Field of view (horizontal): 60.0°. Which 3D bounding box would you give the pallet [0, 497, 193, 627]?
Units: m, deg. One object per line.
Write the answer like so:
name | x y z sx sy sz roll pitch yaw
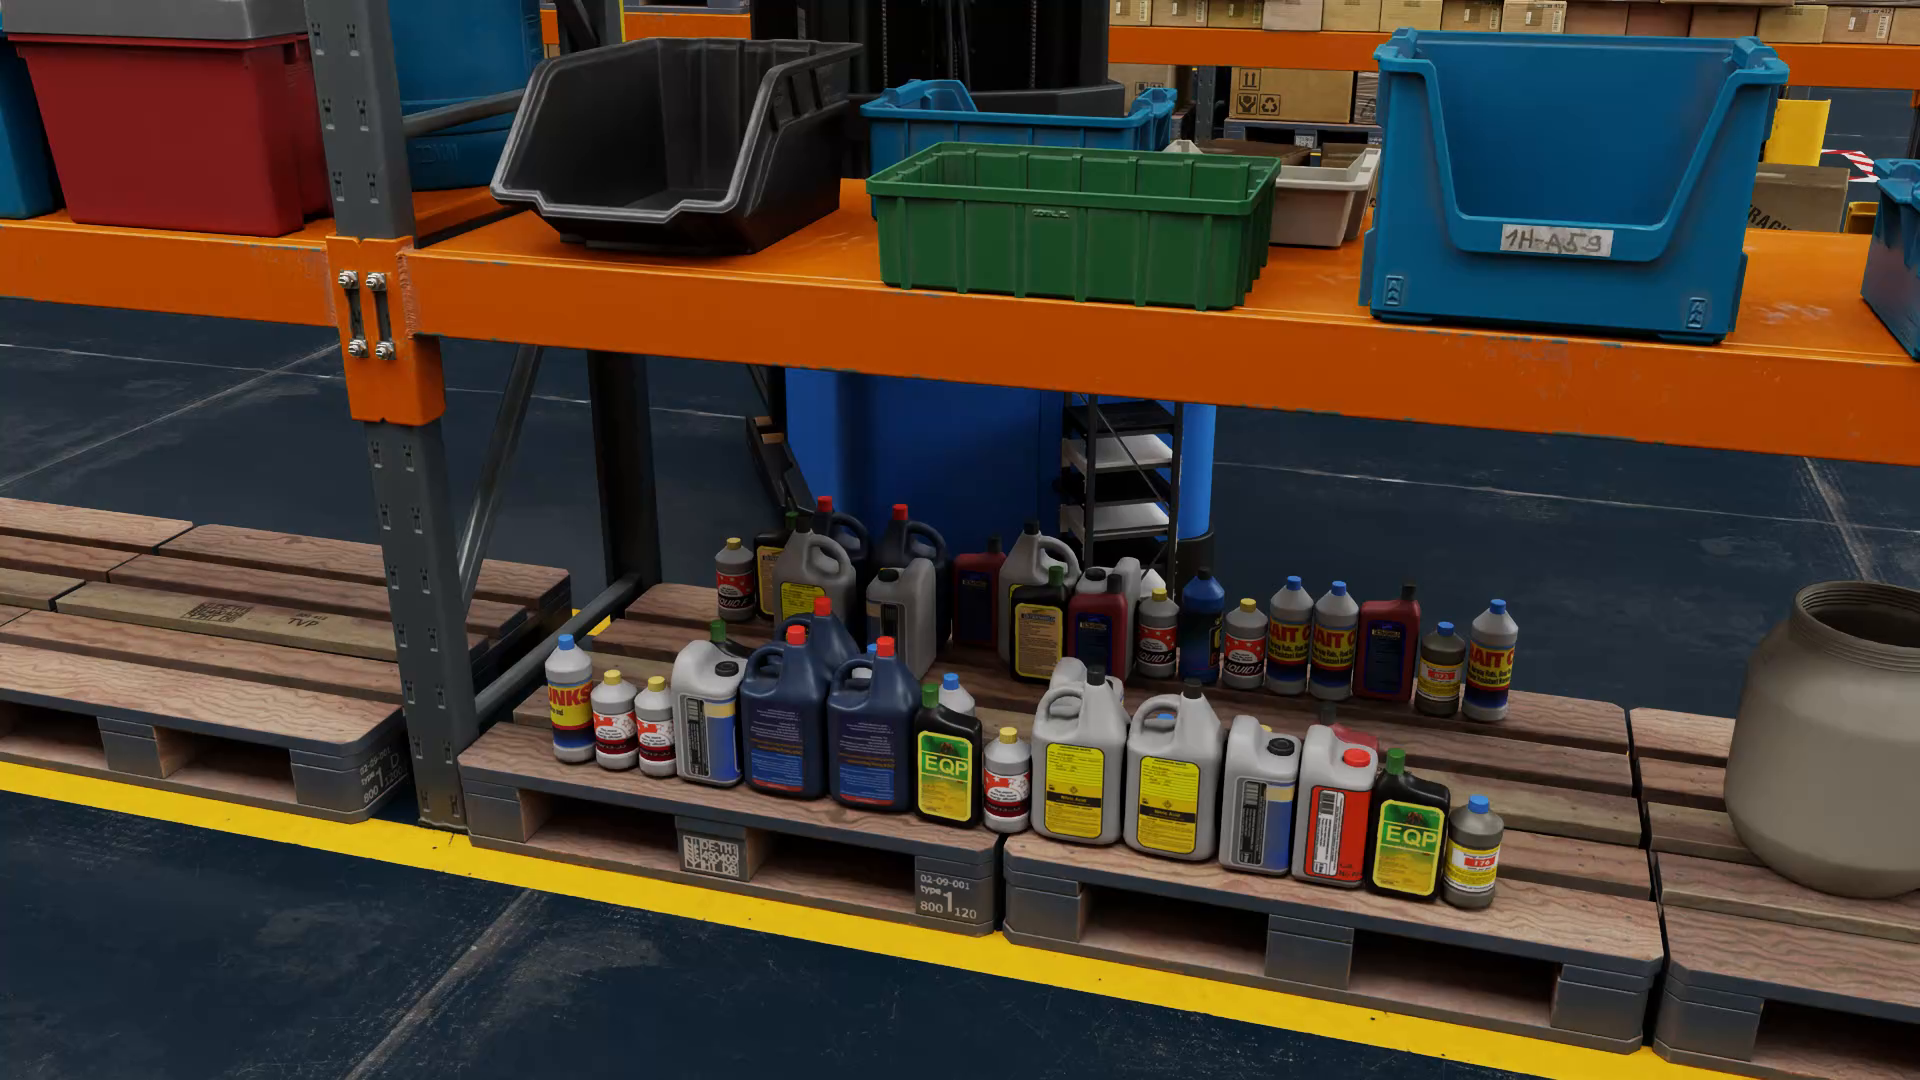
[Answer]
pallet | -2.938 0.161 4.599 1.213 0.211 1.003 7 23 16

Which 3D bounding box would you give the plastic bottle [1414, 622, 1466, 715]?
plastic bottle | 1.081 0.282 3.737 0.097 0.201 0.097 0 22 0

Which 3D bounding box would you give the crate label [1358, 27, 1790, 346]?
crate label | 0.986 -0.605 2.747 0.616 0.435 0.502 7 23 16

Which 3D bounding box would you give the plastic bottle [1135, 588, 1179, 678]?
plastic bottle | 0.465 0.212 3.909 0.097 0.201 0.097 0 22 0

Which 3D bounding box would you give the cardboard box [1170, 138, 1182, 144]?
cardboard box | 0.799 -1.703 8.210 0.500 0.500 0.500 6 23 14

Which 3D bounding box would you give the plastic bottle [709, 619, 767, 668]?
plastic bottle | -0.477 0.310 3.561 0.133 0.283 0.061 7 23 16

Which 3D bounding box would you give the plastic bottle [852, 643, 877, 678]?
plastic bottle | -0.177 0.346 3.489 0.097 0.271 0.097 0 22 0

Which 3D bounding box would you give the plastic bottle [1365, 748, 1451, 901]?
plastic bottle | 0.824 0.519 3.051 0.133 0.283 0.061 7 23 17

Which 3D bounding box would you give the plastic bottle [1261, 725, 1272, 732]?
plastic bottle | 0.593 0.463 3.295 0.097 0.201 0.097 0 22 0

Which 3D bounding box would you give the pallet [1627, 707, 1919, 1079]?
pallet | 1.963 0.722 3.231 1.213 0.211 1.003 7 23 16

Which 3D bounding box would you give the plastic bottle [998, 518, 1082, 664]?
plastic bottle | 0.189 0.120 3.935 0.185 0.351 0.144 6 23 15

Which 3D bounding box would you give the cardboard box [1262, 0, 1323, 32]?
cardboard box | 1.499 -2.359 7.399 0.250 0.149 0.380 7 23 16

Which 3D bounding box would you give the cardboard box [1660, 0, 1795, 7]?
cardboard box | 3.225 -2.550 7.012 0.500 0.500 0.875 7 23 16

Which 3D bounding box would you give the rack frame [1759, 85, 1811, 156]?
rack frame | 5.786 -4.076 11.255 0.127 3.000 1.000 7 23 16

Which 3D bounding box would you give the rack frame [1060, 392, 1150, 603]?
rack frame | 0.379 -0.100 4.327 0.240 0.900 0.006 -5 23 -12

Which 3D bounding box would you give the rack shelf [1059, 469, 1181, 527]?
rack shelf | 0.403 -0.115 4.214 0.258 0.077 0.200 -5 23 -12

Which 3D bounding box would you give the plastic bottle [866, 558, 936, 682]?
plastic bottle | -0.139 0.176 3.898 0.135 0.276 0.152 7 23 16

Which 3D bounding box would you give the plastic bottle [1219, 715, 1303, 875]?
plastic bottle | 0.575 0.476 3.166 0.135 0.276 0.152 6 23 14

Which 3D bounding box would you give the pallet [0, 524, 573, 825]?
pallet | -1.767 0.294 4.275 1.213 0.211 1.003 7 23 16

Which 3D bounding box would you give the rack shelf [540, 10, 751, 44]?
rack shelf | -1.488 -2.610 8.628 4.000 0.370 1.077 7 23 16

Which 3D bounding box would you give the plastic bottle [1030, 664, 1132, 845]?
plastic bottle | 0.237 0.405 3.242 0.185 0.351 0.144 6 23 15

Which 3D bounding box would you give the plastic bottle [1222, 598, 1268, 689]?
plastic bottle | 0.662 0.234 3.854 0.097 0.201 0.097 0 22 0

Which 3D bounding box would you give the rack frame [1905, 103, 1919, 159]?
rack frame | 4.257 -2.285 6.888 0.127 3.000 1.000 7 23 16

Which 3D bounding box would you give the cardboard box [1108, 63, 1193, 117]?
cardboard box | 1.336 -3.703 12.757 0.750 0.750 1.050 6 23 15

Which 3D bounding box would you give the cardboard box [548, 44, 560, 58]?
cardboard box | -3.074 -4.026 13.874 0.500 0.500 0.500 8 23 18

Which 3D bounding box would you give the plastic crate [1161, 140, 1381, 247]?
plastic crate | 0.624 -0.716 3.411 0.437 0.136 0.530 7 23 16

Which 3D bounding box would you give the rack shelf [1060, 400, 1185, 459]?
rack shelf | 0.403 -0.281 4.146 0.258 0.077 0.200 -5 23 -12

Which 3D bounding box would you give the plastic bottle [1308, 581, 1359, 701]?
plastic bottle | 0.852 0.224 3.788 0.097 0.271 0.097 0 22 0

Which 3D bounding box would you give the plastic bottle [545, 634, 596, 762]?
plastic bottle | -0.825 0.329 3.531 0.097 0.271 0.097 0 22 0

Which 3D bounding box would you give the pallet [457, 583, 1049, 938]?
pallet | -0.373 0.455 3.883 1.213 0.211 1.003 7 23 16

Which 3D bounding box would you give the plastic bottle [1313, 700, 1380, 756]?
plastic bottle | 0.738 0.449 3.222 0.133 0.283 0.061 7 23 16

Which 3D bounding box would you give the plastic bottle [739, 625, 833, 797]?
plastic bottle | -0.351 0.337 3.406 0.185 0.351 0.144 7 23 17

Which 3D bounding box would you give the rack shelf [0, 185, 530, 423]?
rack shelf | -2.918 -0.810 4.241 4.000 0.370 1.077 7 23 16

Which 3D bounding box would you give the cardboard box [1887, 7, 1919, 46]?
cardboard box | 3.924 -2.125 6.829 0.250 0.149 0.380 7 23 16

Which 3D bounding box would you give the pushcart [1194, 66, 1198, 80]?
pushcart | 2.679 -4.277 15.200 0.936 0.377 1.648 -1 22 -3

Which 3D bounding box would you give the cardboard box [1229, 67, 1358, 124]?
cardboard box | 2.539 -3.632 12.417 0.875 0.875 0.875 7 23 16

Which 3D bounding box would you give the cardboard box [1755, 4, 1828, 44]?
cardboard box | 3.431 -2.161 6.918 0.250 0.149 0.380 7 23 16

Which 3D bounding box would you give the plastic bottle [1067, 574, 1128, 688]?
plastic bottle | 0.314 0.209 3.806 0.133 0.283 0.061 7 23 16

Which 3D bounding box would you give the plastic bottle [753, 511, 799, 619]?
plastic bottle | -0.448 0.062 4.166 0.133 0.283 0.061 8 24 18

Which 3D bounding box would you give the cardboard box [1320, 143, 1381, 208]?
cardboard box | 1.966 -1.603 7.967 0.500 0.500 0.500 4 23 11

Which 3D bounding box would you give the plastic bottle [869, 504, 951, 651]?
plastic bottle | -0.120 0.085 4.021 0.185 0.351 0.144 5 23 13

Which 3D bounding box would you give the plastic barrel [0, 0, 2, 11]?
plastic barrel | -2.558 -1.252 4.190 0.433 0.535 0.433 0 22 0

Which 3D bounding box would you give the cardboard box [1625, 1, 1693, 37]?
cardboard box | 2.969 -2.237 7.102 0.250 0.149 0.380 7 23 16

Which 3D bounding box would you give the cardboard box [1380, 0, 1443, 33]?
cardboard box | 1.986 -2.315 7.292 0.250 0.149 0.380 7 23 16

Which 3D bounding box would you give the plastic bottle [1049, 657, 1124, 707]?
plastic bottle | 0.256 0.383 3.394 0.135 0.276 0.152 7 23 16

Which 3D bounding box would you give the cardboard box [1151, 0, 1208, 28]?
cardboard box | 1.029 -2.425 7.560 0.250 0.149 0.380 7 23 16

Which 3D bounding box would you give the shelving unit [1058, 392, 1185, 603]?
shelving unit | 0.403 -0.062 4.235 0.258 0.900 0.210 -5 23 -12

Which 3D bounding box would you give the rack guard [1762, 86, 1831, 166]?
rack guard | 5.809 -2.917 11.723 0.348 0.500 1.175 7 23 16

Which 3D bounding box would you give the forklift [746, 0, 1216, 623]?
forklift | -0.145 -1.588 5.278 1.130 2.935 3.031 -5 23 -12

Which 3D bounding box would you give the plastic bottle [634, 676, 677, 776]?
plastic bottle | -0.630 0.384 3.490 0.097 0.201 0.097 0 22 0

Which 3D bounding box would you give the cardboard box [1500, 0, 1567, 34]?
cardboard box | 2.458 -2.251 7.137 0.250 0.149 0.380 7 23 16

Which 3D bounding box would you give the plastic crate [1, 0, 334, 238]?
plastic crate | -1.555 -0.896 3.416 0.583 0.464 0.402 7 23 16

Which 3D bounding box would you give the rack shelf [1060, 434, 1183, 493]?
rack shelf | 0.403 -0.198 4.180 0.258 0.077 0.200 -5 23 -12

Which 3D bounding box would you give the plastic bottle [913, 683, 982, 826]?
plastic bottle | -0.024 0.422 3.287 0.133 0.283 0.061 8 23 18

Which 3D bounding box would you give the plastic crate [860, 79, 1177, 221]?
plastic crate | 0.135 -0.833 3.543 0.616 0.251 0.499 7 23 16
